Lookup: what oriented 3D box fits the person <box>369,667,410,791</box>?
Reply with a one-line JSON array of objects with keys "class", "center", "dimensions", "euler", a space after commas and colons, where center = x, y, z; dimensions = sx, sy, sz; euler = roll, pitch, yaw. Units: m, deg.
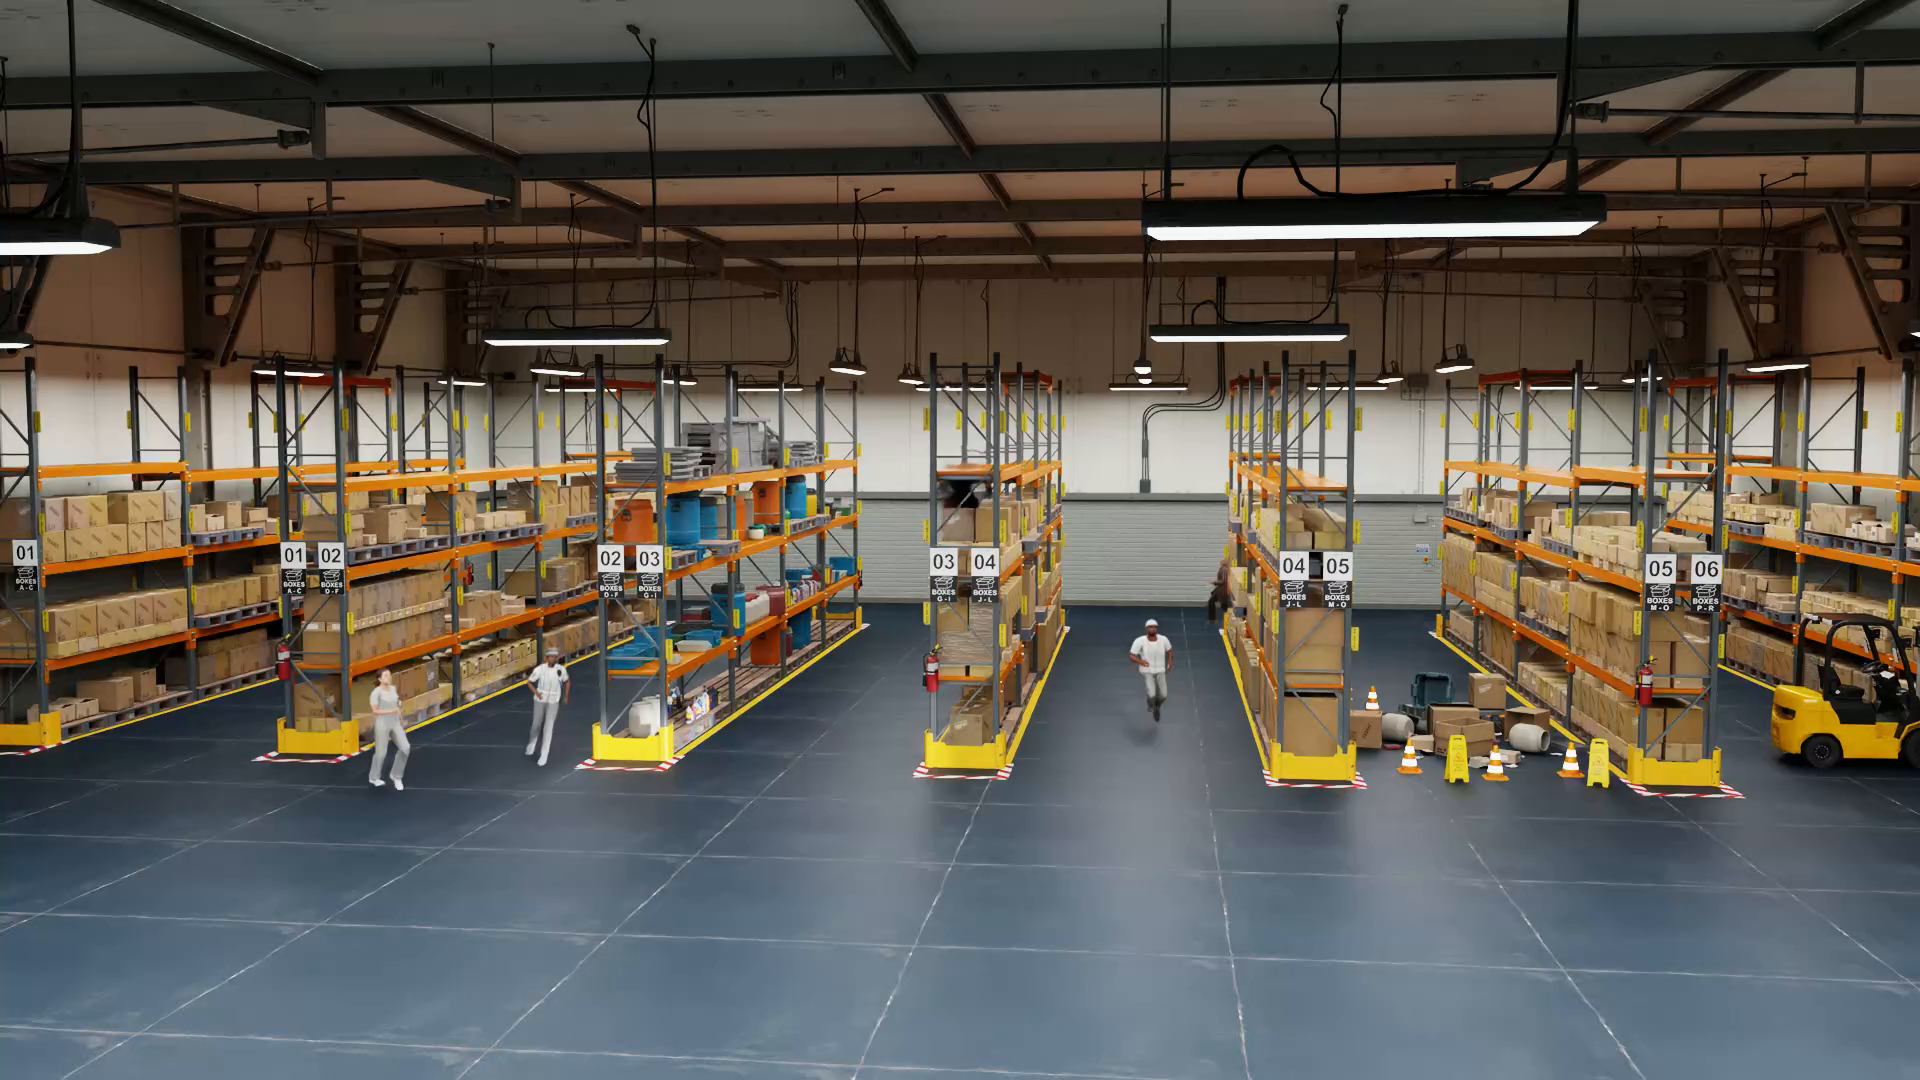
[{"class": "person", "center": [-7.779, 2.571, 22.613], "dimensions": [0.711, 1.697, 0.532], "euler": [3, 5, 36]}]

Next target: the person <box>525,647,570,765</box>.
[{"class": "person", "center": [-6.106, 2.418, 24.632], "dimensions": [0.663, 1.681, 0.913], "euler": [-1, 4, -15]}]

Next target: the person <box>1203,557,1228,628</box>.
[{"class": "person", "center": [6.351, 1.271, 40.257], "dimensions": [0.855, 1.773, 0.692], "euler": [0, 4, -1]}]

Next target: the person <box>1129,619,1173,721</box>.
[{"class": "person", "center": [3.140, 2.133, 27.025], "dimensions": [0.770, 1.691, 0.540], "euler": [-1, 4, -10]}]
